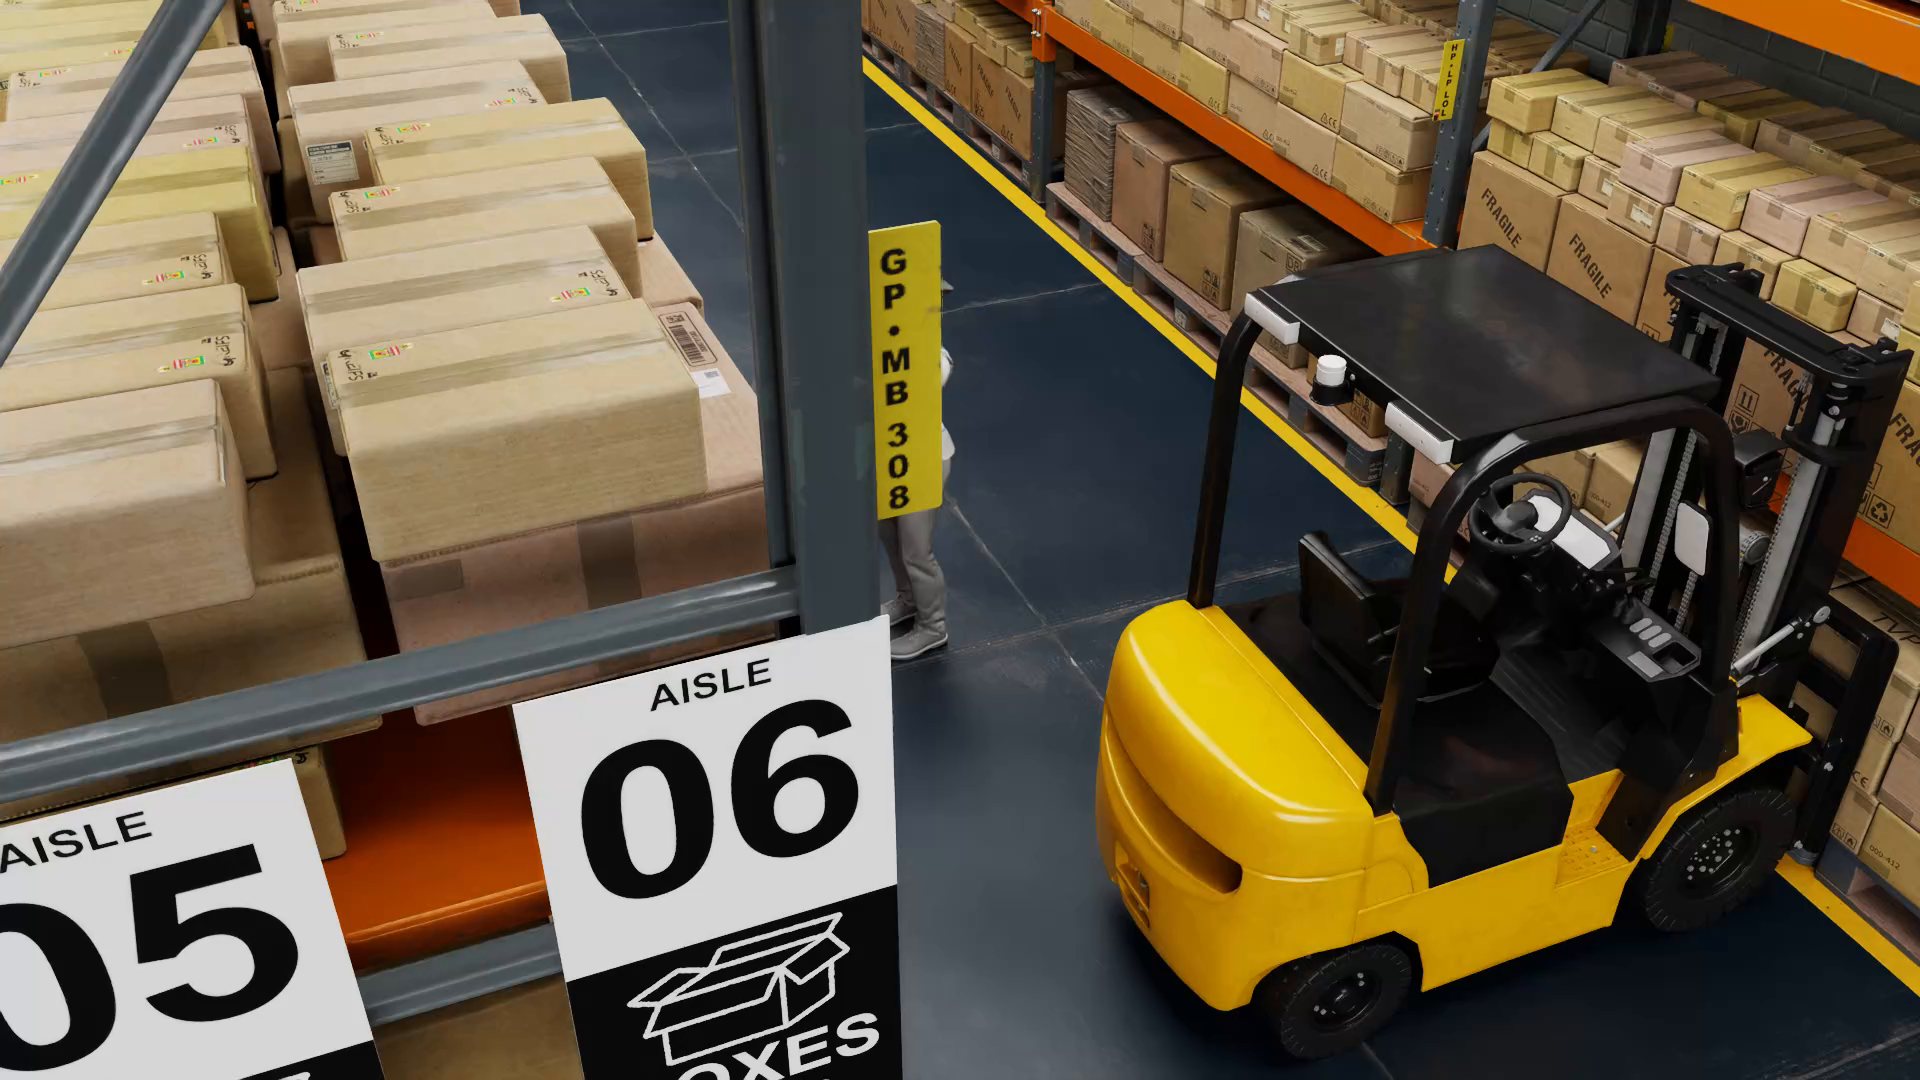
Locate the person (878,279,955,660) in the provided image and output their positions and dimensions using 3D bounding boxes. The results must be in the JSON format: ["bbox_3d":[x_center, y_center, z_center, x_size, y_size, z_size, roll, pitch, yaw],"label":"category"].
[{"bbox_3d":[-0.282,-0.293,6.563,0.519,1.691,0.446,-13,36,-19],"label":"person"}]
